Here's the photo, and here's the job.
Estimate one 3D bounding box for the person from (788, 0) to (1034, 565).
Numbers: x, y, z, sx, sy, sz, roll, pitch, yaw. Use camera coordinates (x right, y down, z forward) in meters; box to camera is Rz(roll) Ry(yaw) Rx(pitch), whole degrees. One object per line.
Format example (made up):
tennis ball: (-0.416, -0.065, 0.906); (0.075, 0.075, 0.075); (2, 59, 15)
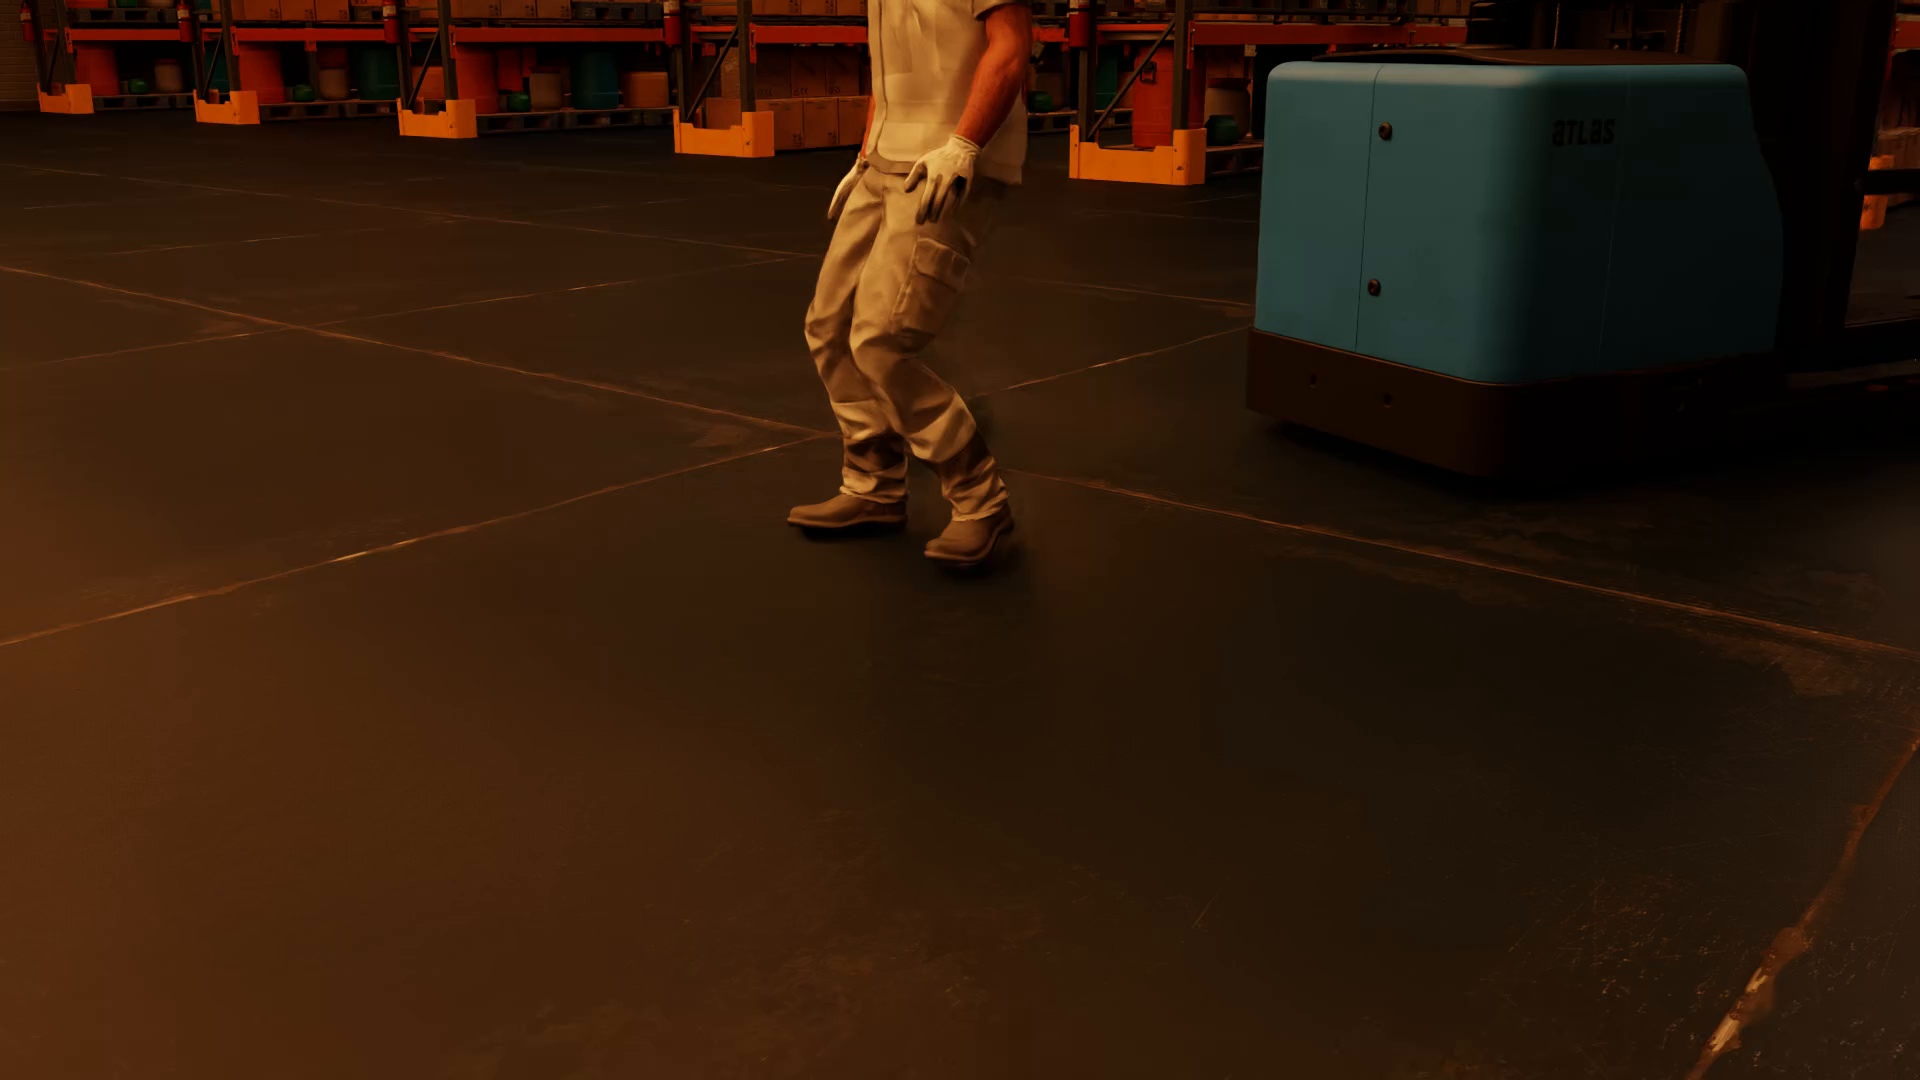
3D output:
person: (-0.121, -0.803, 3.639); (0.470, 1.729, 0.782); (-7, 18, -21)

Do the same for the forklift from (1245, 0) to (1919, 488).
forklift: (2.406, -1.822, 4.899); (3.031, 2.935, 1.130); (-9, 19, -27)
